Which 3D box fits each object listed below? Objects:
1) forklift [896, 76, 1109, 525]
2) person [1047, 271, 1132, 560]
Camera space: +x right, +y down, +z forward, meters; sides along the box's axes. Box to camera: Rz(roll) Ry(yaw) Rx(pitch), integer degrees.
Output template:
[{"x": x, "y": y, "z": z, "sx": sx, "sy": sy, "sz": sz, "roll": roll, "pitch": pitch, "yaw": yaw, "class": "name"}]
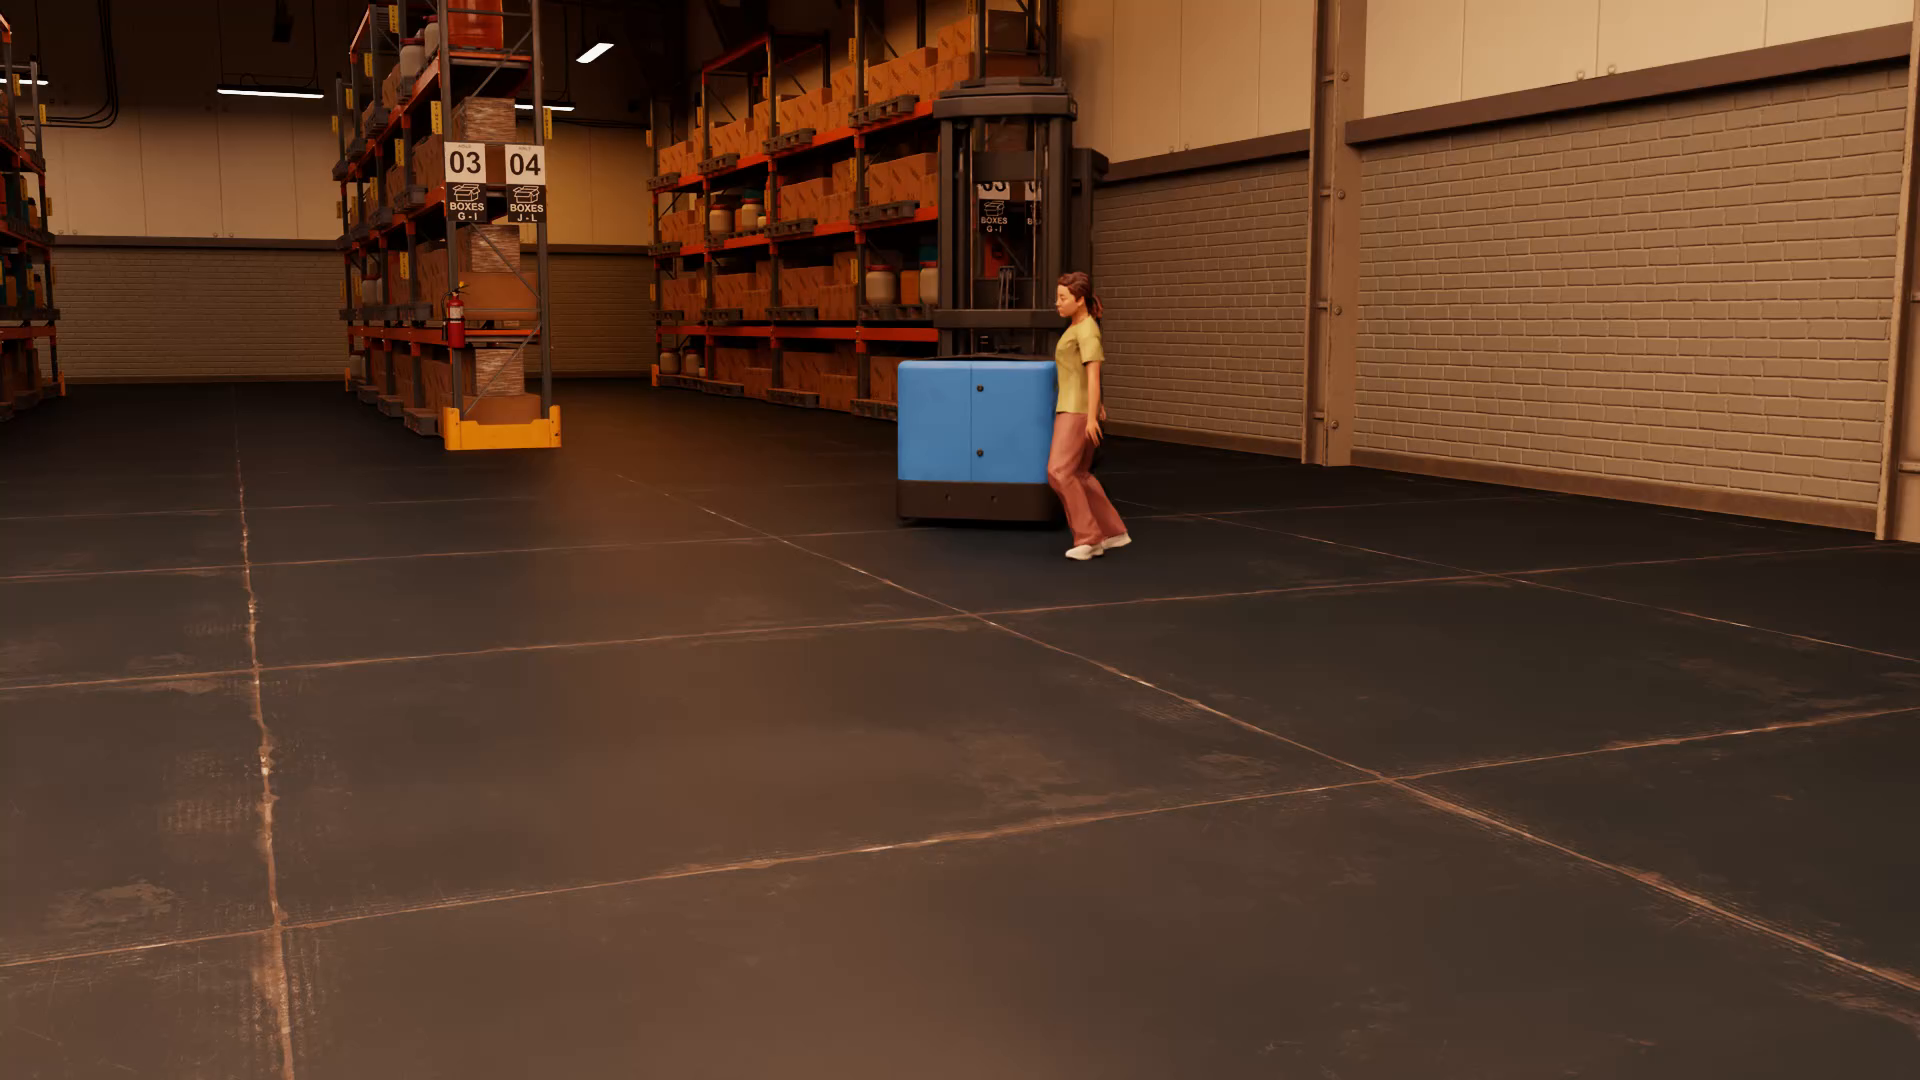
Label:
[{"x": 0.444, "y": -1.704, "z": 11.865, "sx": 1.130, "sy": 2.935, "sz": 3.031, "roll": 2, "pitch": 8, "yaw": 14, "class": "forklift"}, {"x": 0.756, "y": -0.709, "z": 9.561, "sx": 0.480, "sy": 1.646, "sz": 0.816, "roll": 1, "pitch": 8, "yaw": 6, "class": "person"}]
